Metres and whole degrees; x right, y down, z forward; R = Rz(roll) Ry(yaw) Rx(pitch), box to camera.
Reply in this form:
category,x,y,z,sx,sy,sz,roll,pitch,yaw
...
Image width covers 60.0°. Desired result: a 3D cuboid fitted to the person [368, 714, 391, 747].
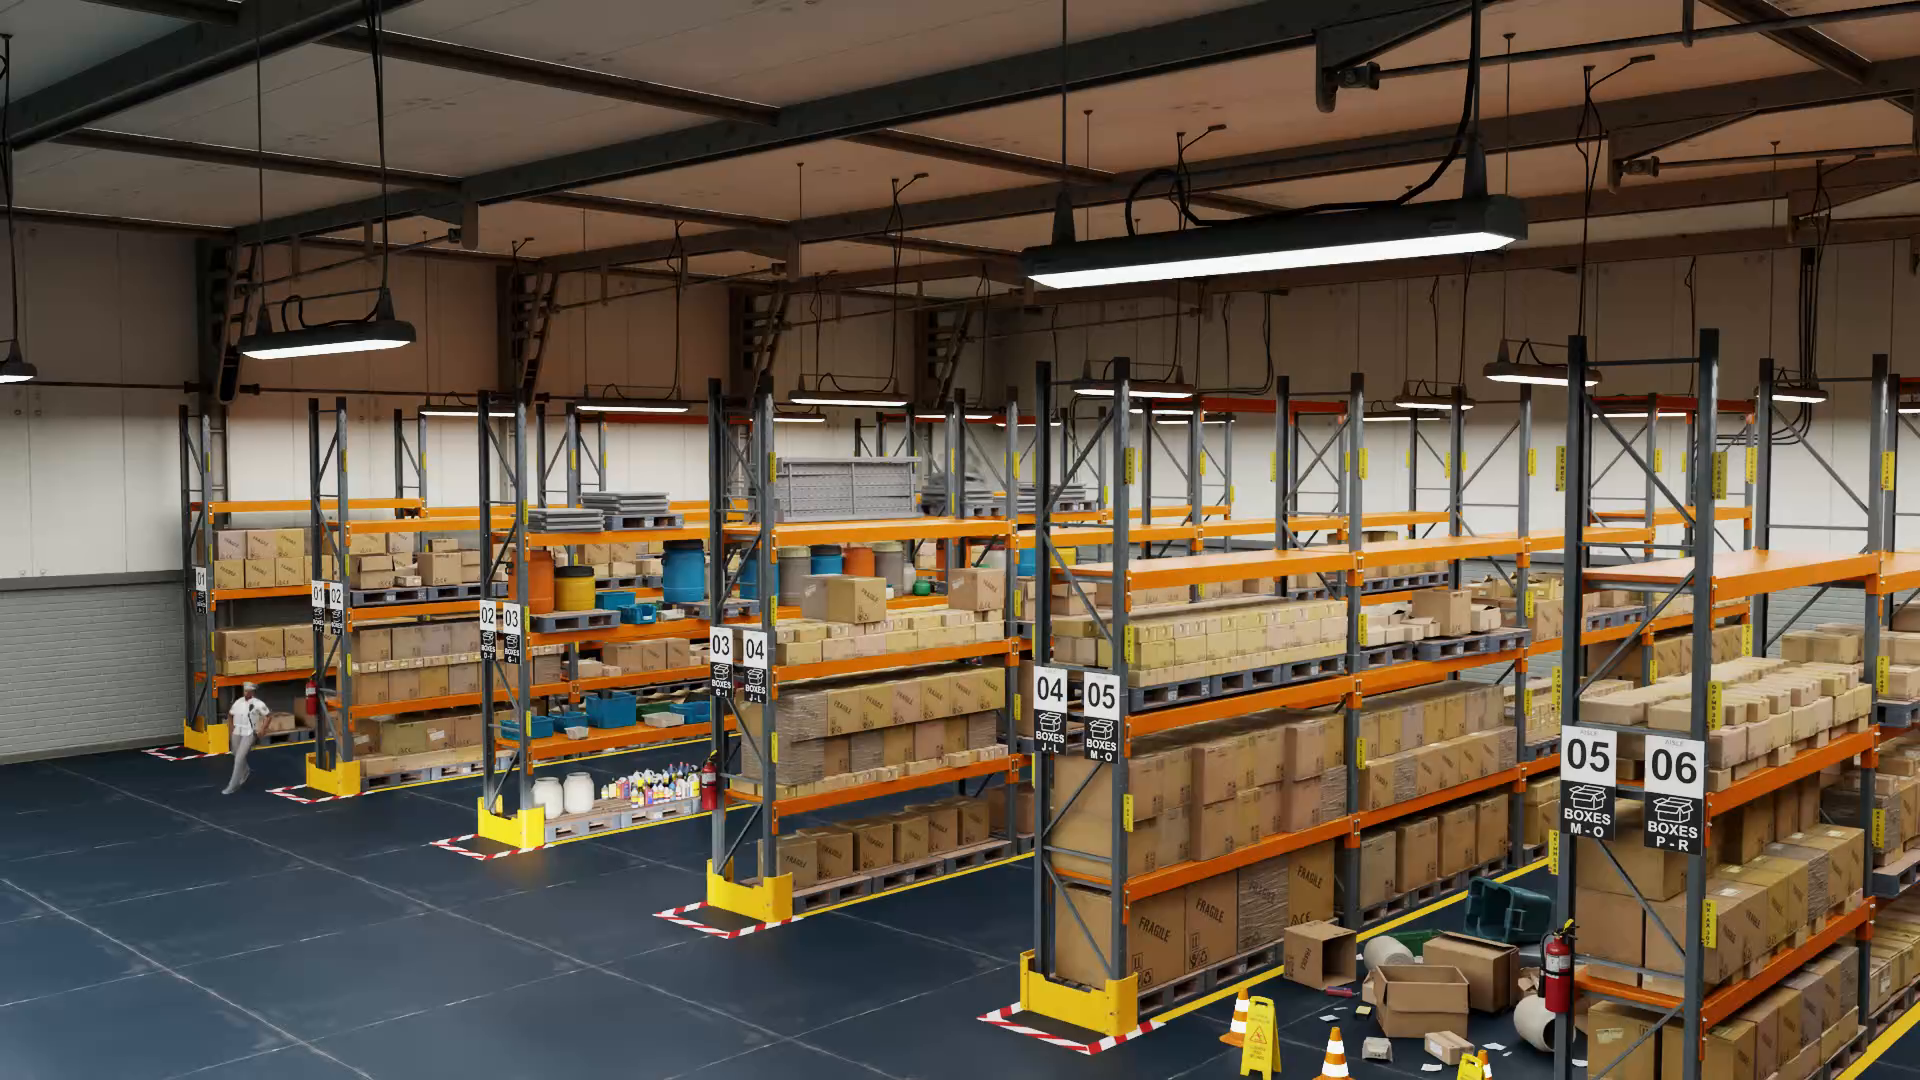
category,x,y,z,sx,sy,sz,roll,pitch,yaw
person,-9.640,2.828,27.830,0.659,1.742,0.709,2,4,34

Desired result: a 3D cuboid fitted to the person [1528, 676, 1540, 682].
category,x,y,z,sx,sy,sz,roll,pitch,yaw
person,8.993,2.963,25.929,0.931,1.700,0.575,-3,4,-44

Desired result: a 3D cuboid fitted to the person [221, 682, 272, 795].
category,x,y,z,sx,sy,sz,roll,pitch,yaw
person,-10.882,2.984,25.389,0.660,1.674,0.852,0,3,7
